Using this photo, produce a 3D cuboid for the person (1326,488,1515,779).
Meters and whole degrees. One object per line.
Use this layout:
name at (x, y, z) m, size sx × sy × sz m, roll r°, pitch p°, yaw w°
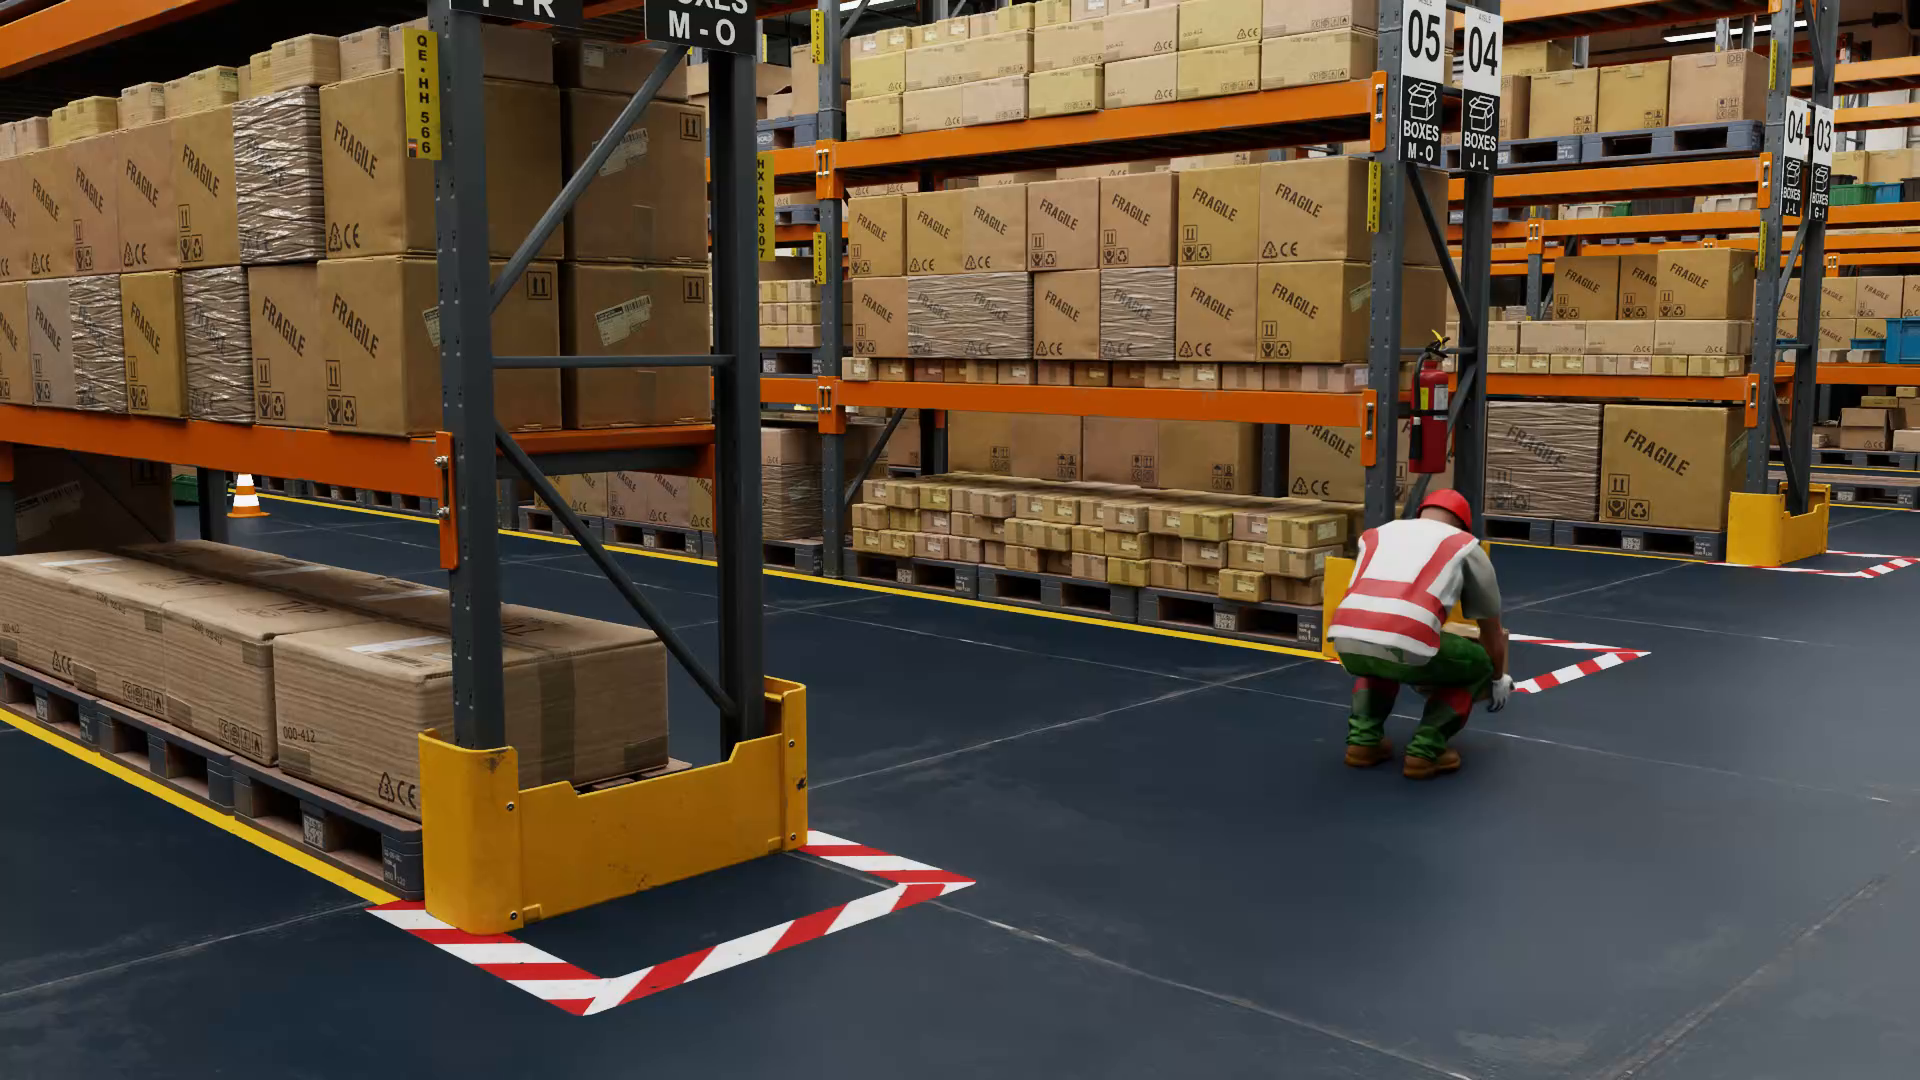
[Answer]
person at (1.696, 0.329, 6.216) m, size 0.572 × 1.006 × 0.884 m, roll 7°, pitch 10°, yaw 43°
